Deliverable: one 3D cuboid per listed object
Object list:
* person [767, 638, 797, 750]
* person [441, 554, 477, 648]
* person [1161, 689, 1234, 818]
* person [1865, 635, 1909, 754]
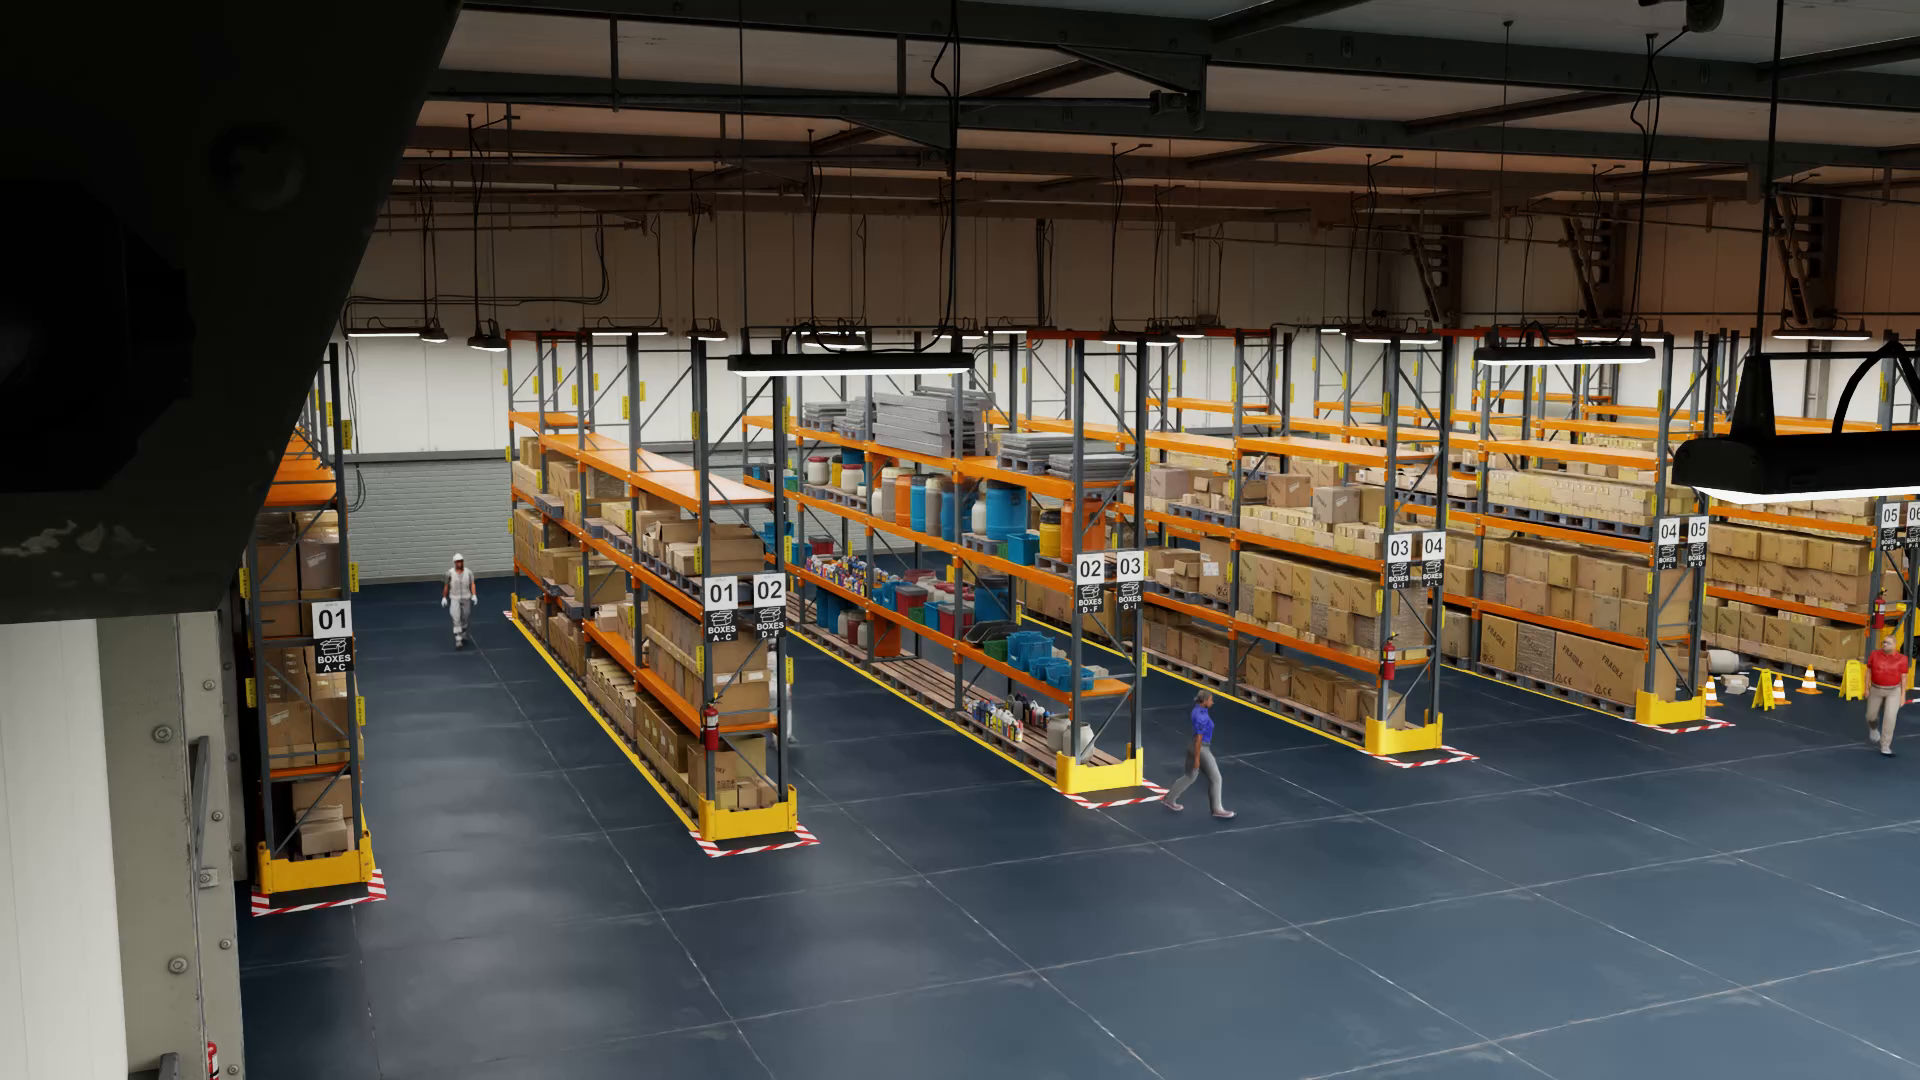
[{"bbox_3d":[-2.669,2.216,24.265,0.546,1.653,0.500,-2,8,-14],"label":"person"},{"bbox_3d":[-9.548,1.127,31.756,0.618,1.721,1.050,-4,9,-27],"label":"person"},{"bbox_3d":[3.013,2.677,21.025,0.855,1.616,0.472,-1,8,-8],"label":"person"},{"bbox_3d":[13.421,2.199,24.110,0.538,1.698,0.717,4,9,28],"label":"person"}]
